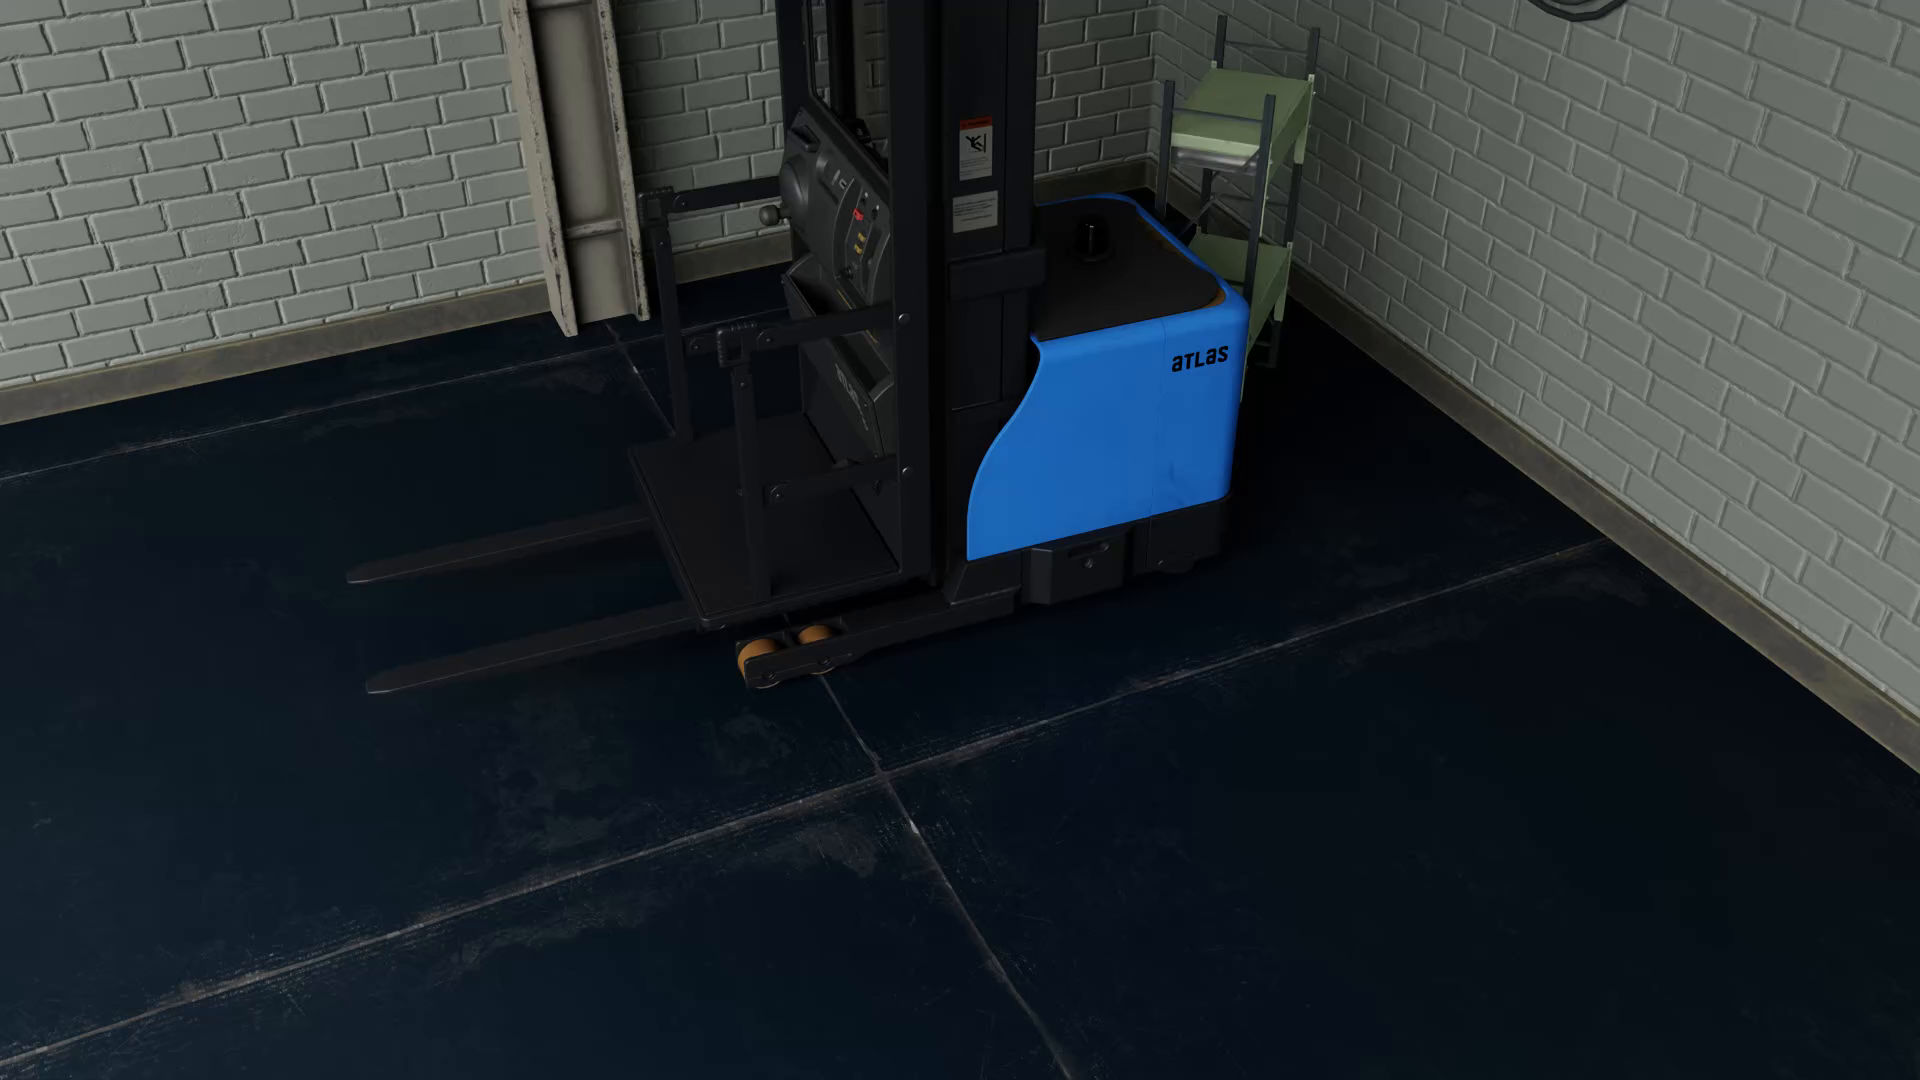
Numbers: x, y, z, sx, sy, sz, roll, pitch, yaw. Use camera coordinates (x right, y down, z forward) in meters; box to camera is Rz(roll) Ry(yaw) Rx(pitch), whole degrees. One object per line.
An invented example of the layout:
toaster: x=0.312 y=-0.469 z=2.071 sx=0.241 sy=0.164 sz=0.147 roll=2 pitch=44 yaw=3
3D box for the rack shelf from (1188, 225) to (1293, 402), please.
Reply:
rack shelf: x=1.058 y=-0.938 z=6.803 sx=0.431 sy=0.370 sz=0.720 roll=14 pitch=39 yaw=18

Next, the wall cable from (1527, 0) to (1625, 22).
wall cable: x=1.572 y=-3.446 z=5.948 sx=0.112 sy=2.526 sz=3.097 roll=-16 pitch=39 yaw=-20

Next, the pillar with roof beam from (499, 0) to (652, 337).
pillar with roof beam: x=0.173 y=-2.339 z=1.849 sx=0.400 sy=9.000 sz=9.100 roll=-16 pitch=39 yaw=-20

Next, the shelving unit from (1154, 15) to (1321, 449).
shelving unit: x=1.058 y=-1.200 z=6.609 sx=0.431 sy=1.500 sz=0.755 roll=14 pitch=39 yaw=18

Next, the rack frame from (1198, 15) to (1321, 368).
rack frame: x=1.195 y=-1.402 z=6.881 sx=0.400 sy=1.500 sz=0.023 roll=14 pitch=39 yaw=18

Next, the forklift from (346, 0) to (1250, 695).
forklift: x=-0.583 y=-1.037 z=5.188 sx=3.031 sy=2.935 sz=1.130 roll=-14 pitch=39 yaw=-17

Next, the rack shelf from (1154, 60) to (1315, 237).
rack shelf: x=1.058 y=-1.513 z=6.376 sx=0.431 sy=0.370 sz=0.720 roll=14 pitch=39 yaw=18

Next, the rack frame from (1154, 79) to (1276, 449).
rack frame: x=0.920 y=-0.998 z=6.336 sx=0.400 sy=1.500 sz=0.023 roll=14 pitch=39 yaw=18
